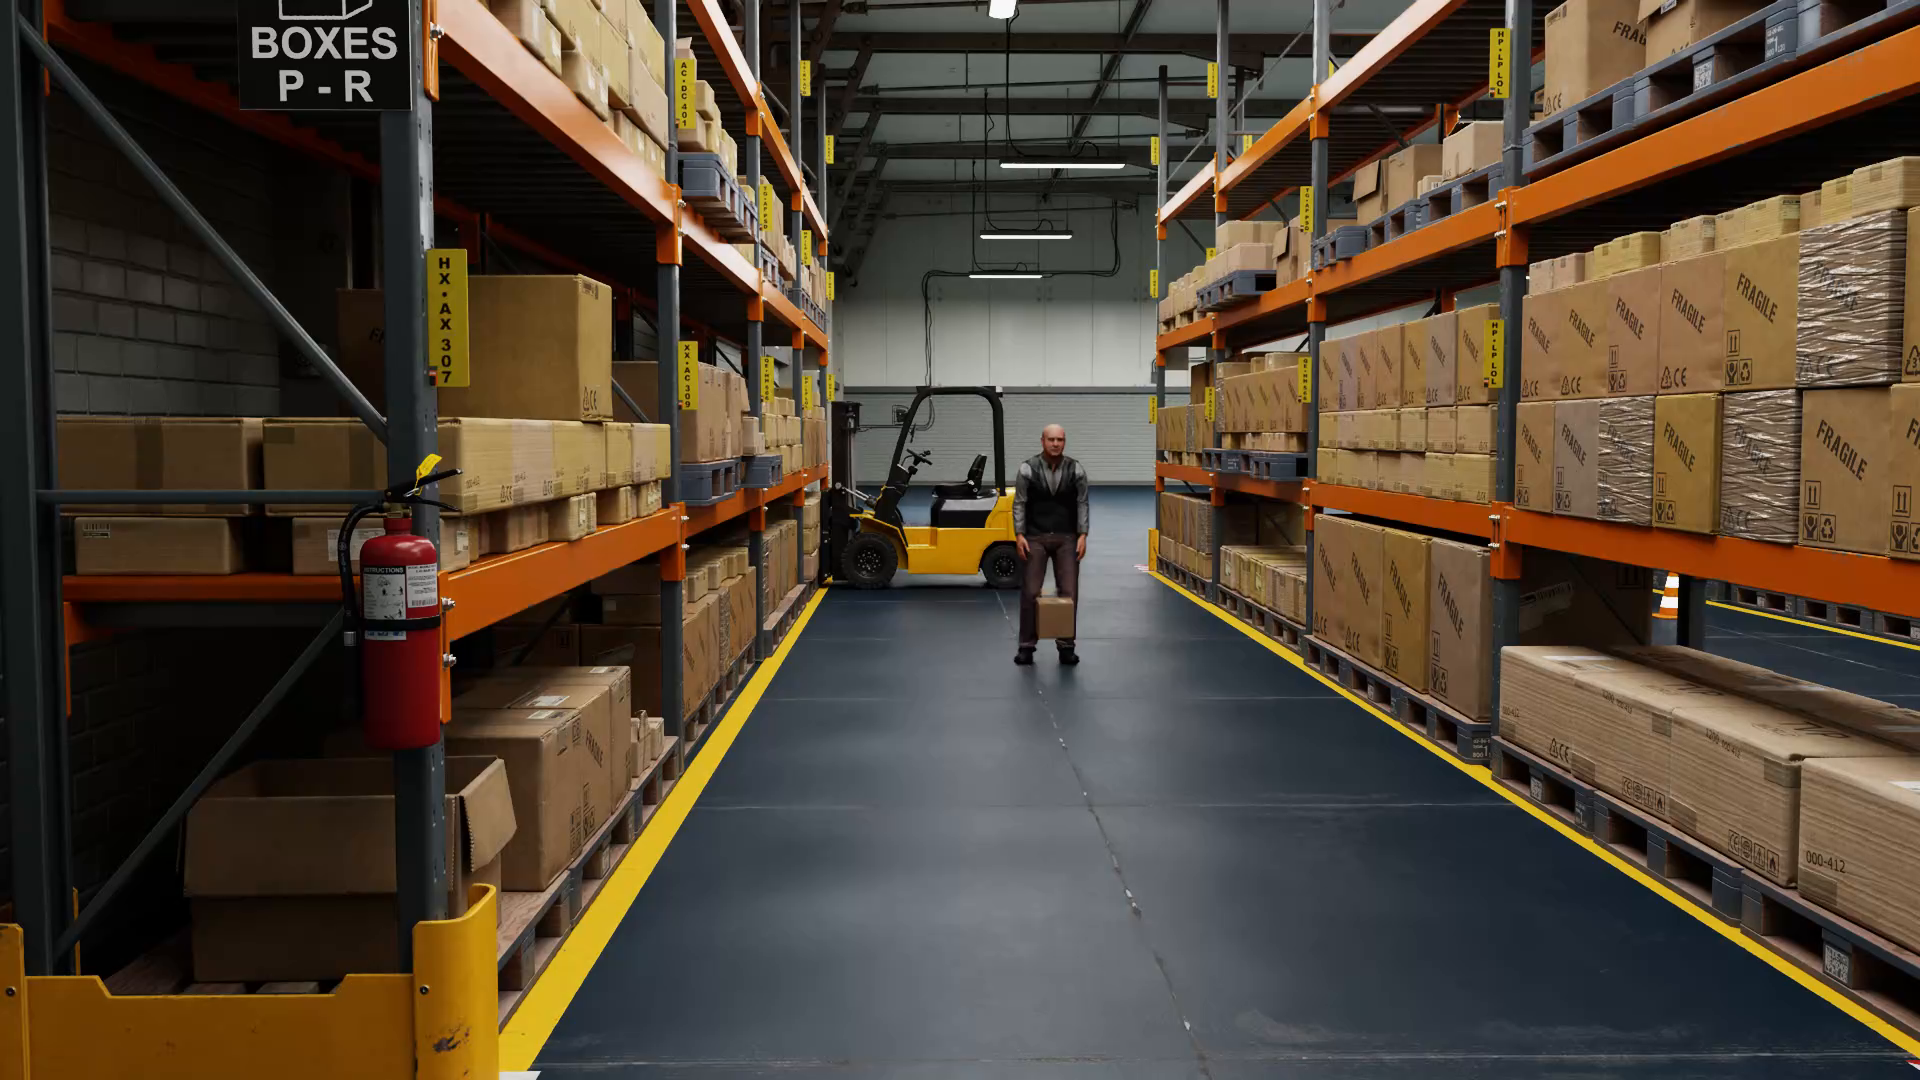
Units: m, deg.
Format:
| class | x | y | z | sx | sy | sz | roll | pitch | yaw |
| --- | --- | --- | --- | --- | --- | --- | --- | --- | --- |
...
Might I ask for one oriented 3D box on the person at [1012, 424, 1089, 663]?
| class | x | y | z | sx | sy | sz | roll | pitch | yaw |
| --- | --- | --- | --- | --- | --- | --- | --- | --- | --- |
| person | 0.659 | 0.022 | 12.059 | 0.565 | 1.723 | 0.423 | 0 | 4 | -3 |
